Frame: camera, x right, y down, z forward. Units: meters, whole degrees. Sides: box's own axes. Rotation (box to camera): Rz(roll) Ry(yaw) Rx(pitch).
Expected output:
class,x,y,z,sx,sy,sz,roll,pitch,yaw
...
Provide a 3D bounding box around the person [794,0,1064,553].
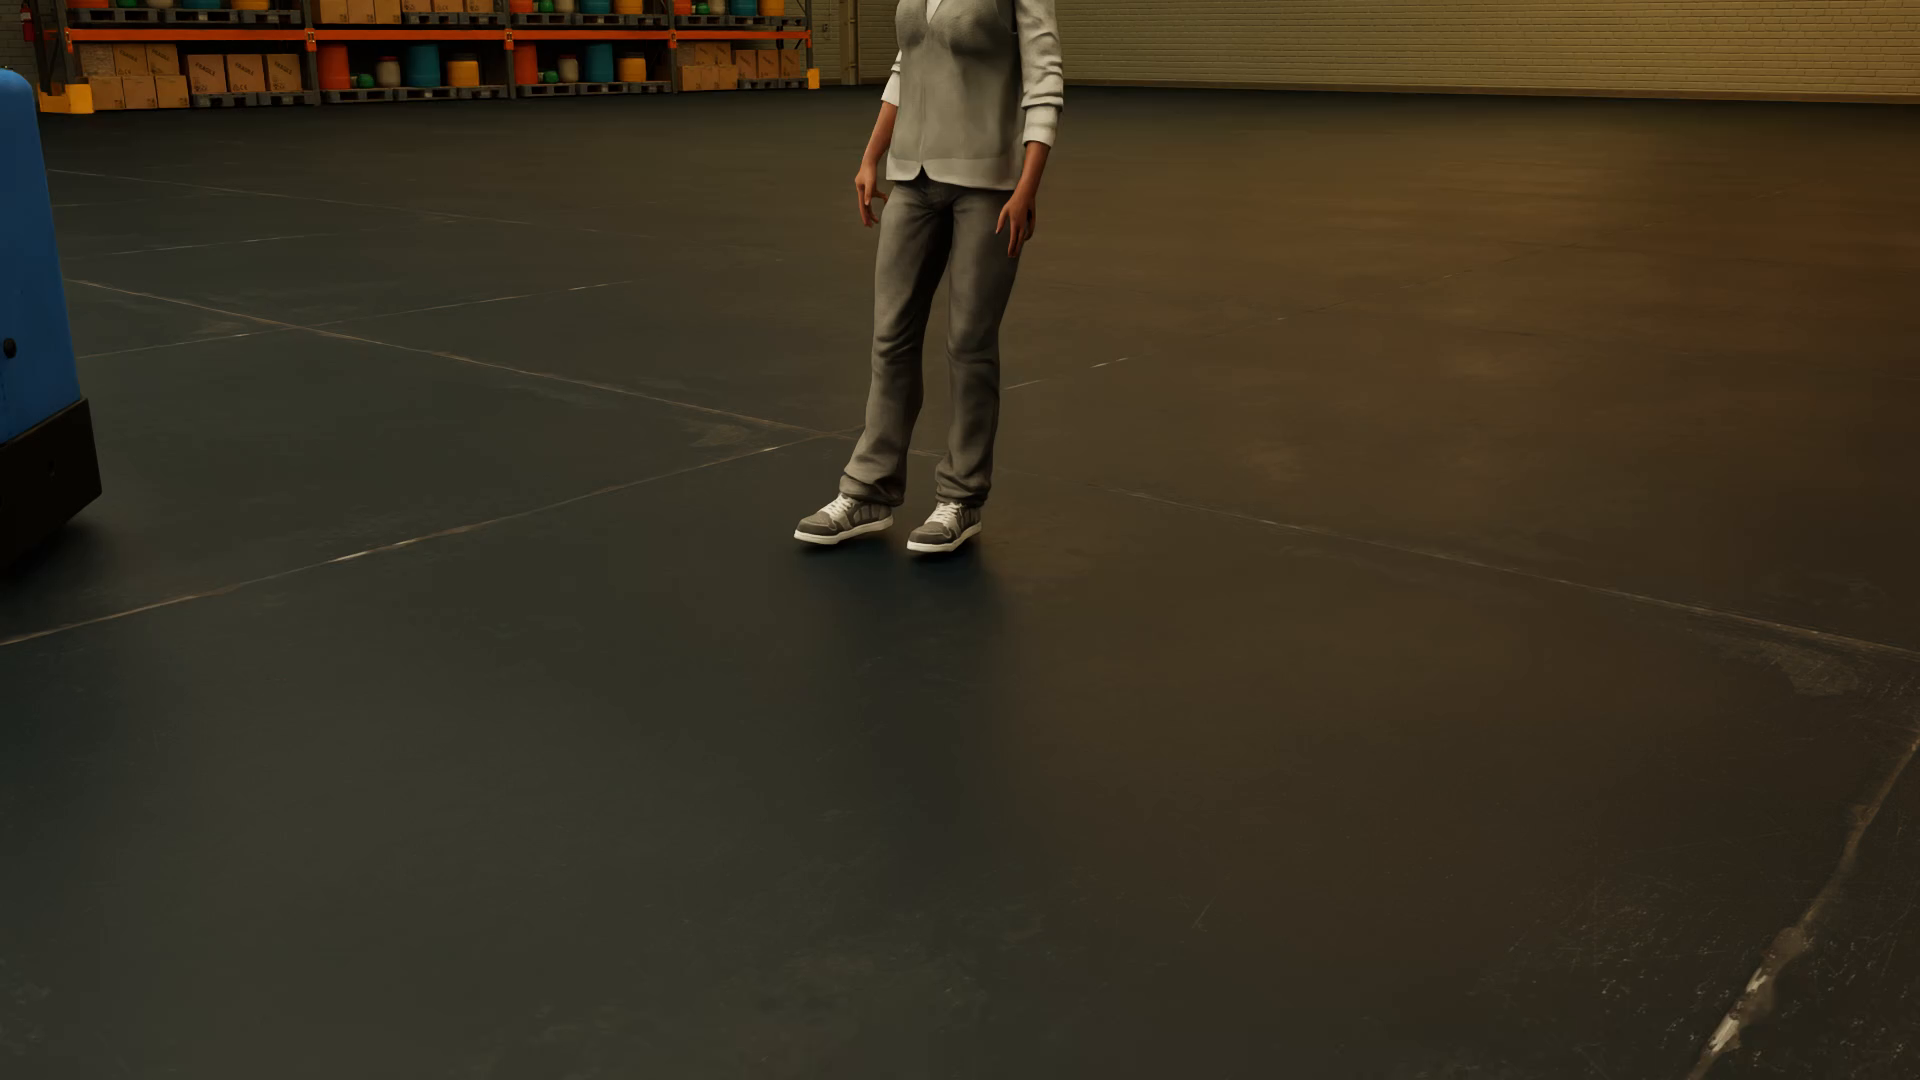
class,x,y,z,sx,sy,sz,roll,pitch,yaw
person,-0.057,-0.757,3.662,0.521,1.596,0.475,13,21,37

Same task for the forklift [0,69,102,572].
class,x,y,z,sx,sy,sz,roll,pitch,yaw
forklift,-3.529,-1.255,3.031,3.031,2.935,1.130,-3,17,-8
